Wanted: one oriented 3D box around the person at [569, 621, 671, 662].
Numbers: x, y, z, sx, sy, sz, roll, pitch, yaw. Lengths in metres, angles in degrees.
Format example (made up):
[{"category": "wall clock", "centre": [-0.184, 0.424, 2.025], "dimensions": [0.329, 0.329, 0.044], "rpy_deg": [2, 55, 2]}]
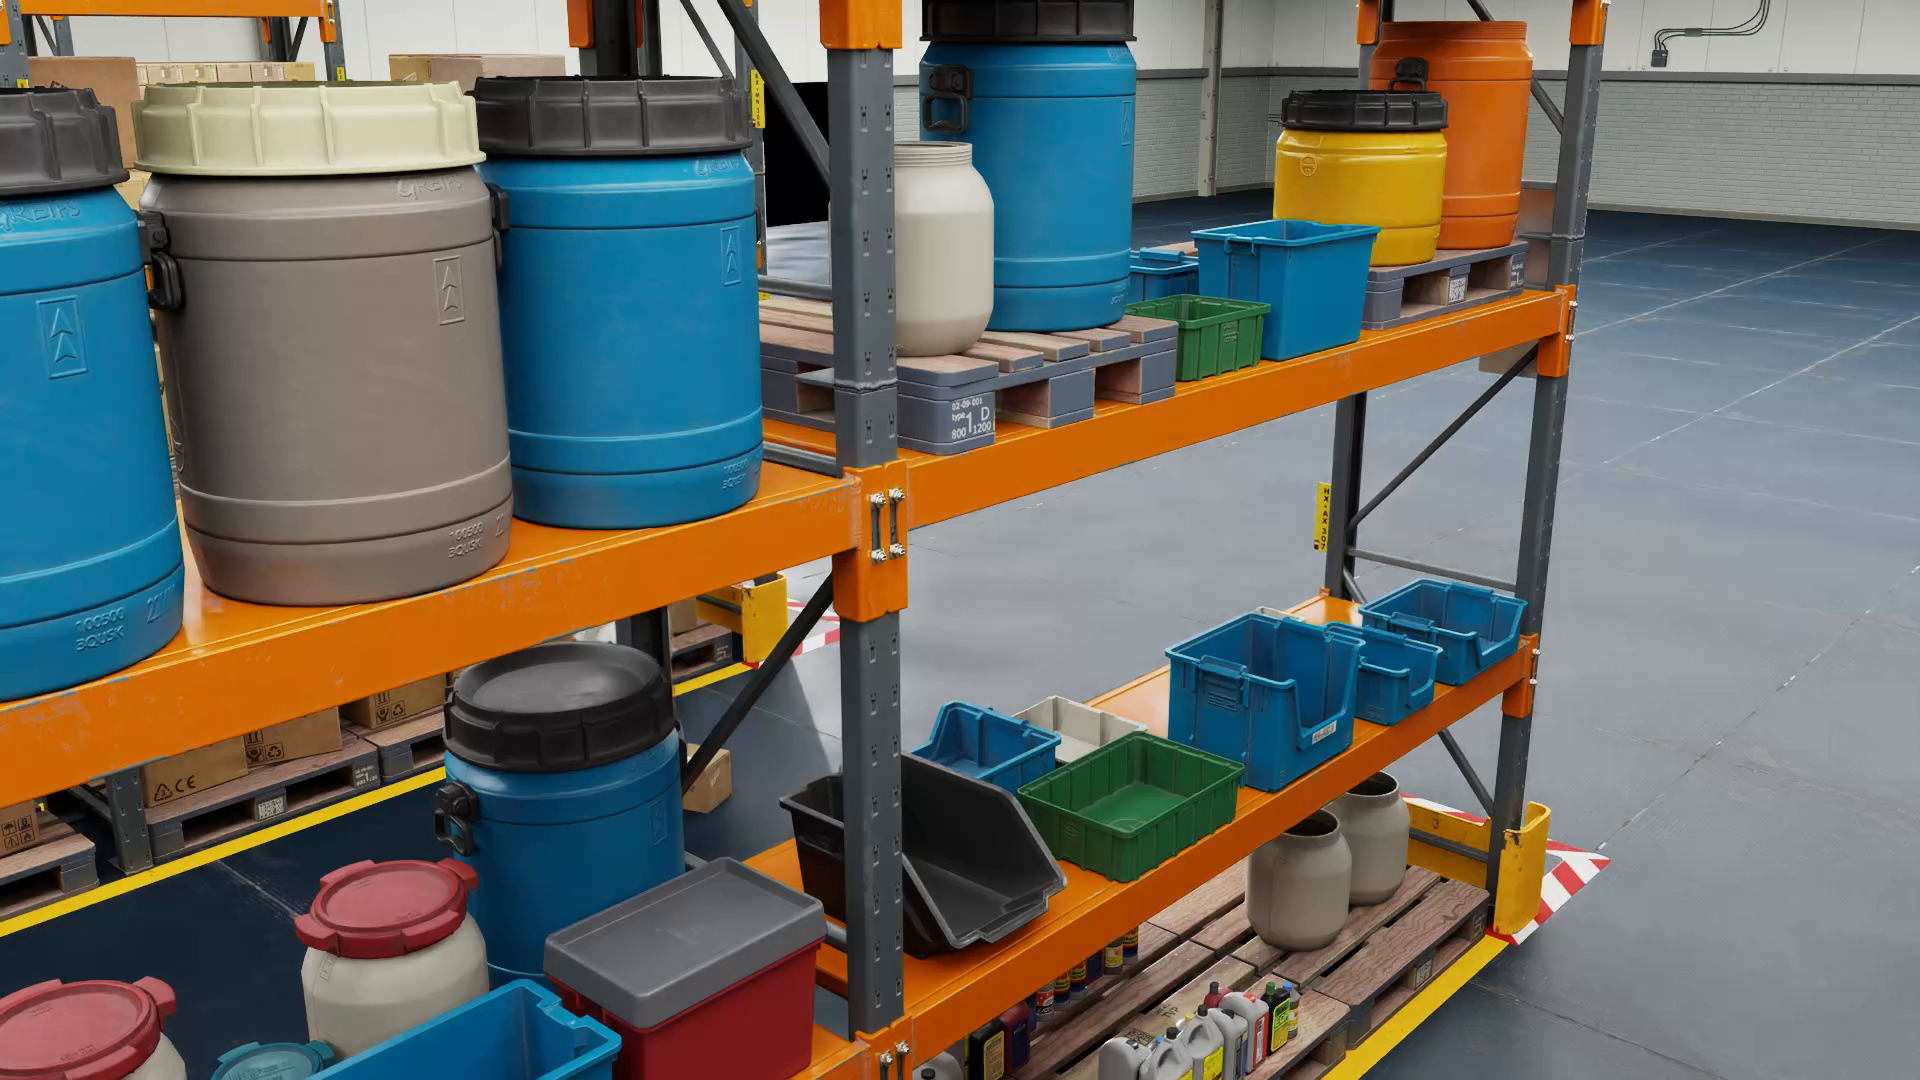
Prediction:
[{"category": "person", "centre": [-1.514, 0.843, 7.204], "dimensions": [0.599, 1.837, 0.542], "rpy_deg": [8, 18, 24]}]
